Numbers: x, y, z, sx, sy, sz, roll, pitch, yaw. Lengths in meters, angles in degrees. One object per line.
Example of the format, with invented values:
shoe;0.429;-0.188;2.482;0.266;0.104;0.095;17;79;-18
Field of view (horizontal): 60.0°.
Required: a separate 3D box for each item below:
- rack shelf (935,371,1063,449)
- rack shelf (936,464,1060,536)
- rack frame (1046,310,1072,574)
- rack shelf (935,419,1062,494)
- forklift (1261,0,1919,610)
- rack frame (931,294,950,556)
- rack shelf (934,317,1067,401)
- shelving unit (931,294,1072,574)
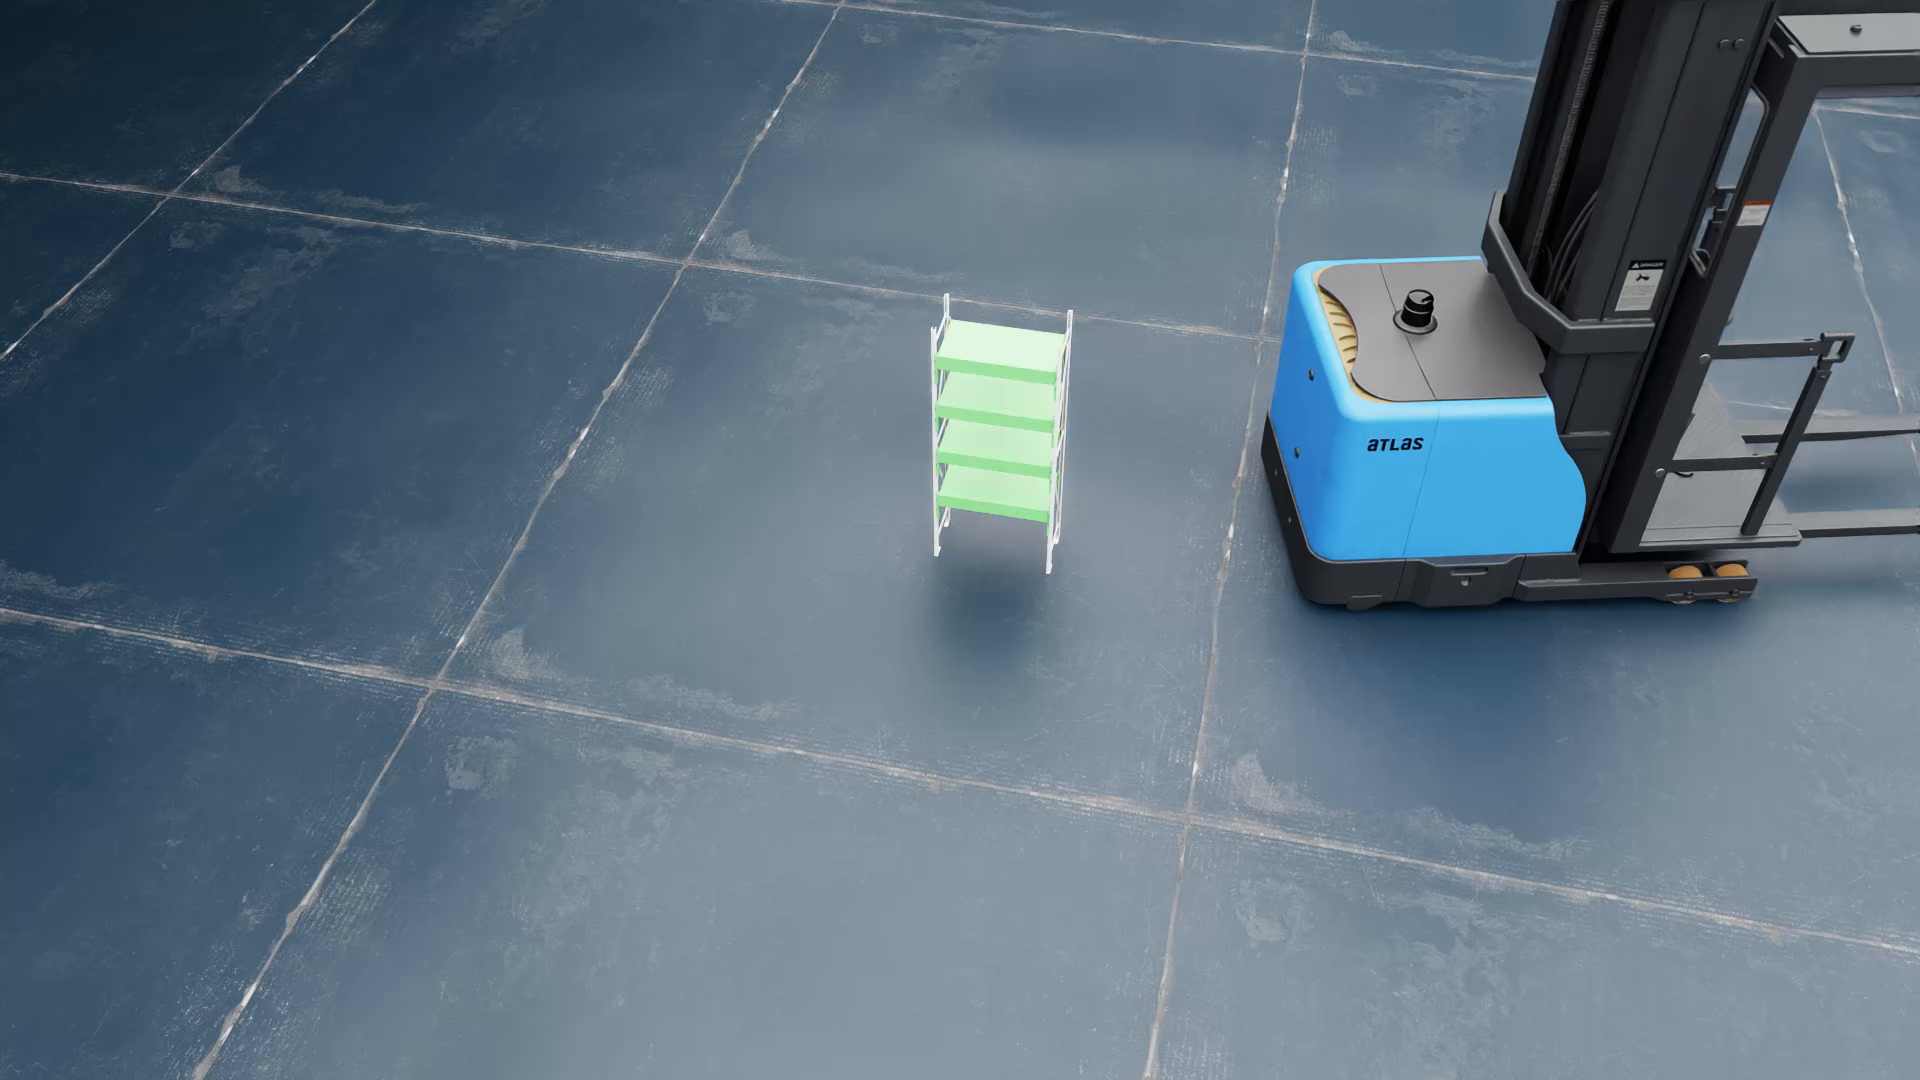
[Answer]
rack shelf;0.162;-0.534;6.646;0.480;0.148;0.258;9;45;9
rack shelf;0.162;-0.188;6.979;0.480;0.148;0.258;9;45;9
rack frame;0.400;-0.370;6.730;0.015;1.200;0.240;9;45;9
rack shelf;0.162;-0.361;6.812;0.480;0.148;0.258;9;45;9
forklift;2.894;-1.156;6.298;3.031;2.935;1.130;-2;44;-2
rack frame;-0.077;-0.444;6.806;0.015;1.200;0.240;9;45;9
rack shelf;0.162;-0.707;6.479;0.480;0.148;0.258;9;45;9
shelving unit;0.162;-0.407;6.768;0.503;1.200;0.258;9;45;9
